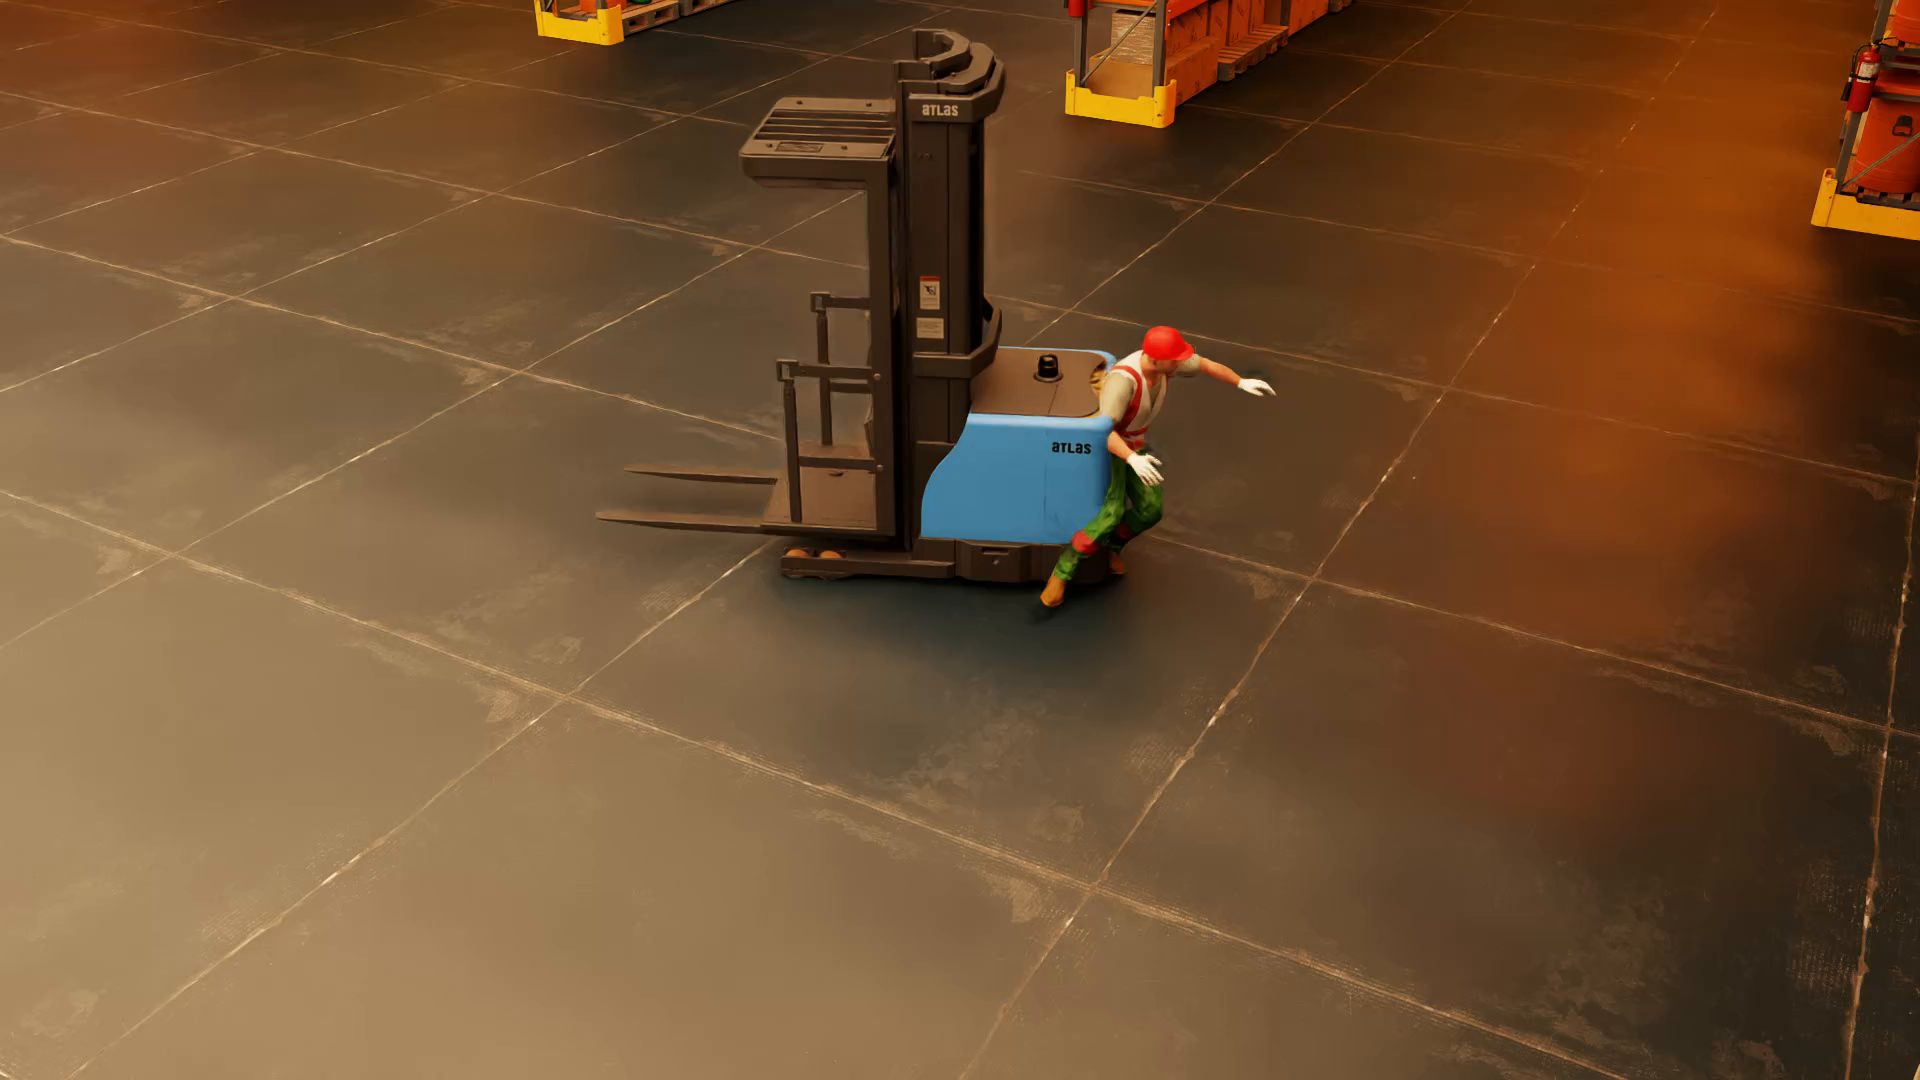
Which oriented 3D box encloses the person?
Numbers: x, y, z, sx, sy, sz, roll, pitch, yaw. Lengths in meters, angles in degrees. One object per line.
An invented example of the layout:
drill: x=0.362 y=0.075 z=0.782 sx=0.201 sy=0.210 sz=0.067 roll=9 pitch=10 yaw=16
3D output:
person: x=1.002 y=-0.442 z=9.277 sx=0.847 sy=1.527 sz=1.448 roll=25 pitch=38 yaw=36

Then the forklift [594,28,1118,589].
forklift: x=-0.614 y=-1.296 z=9.315 sx=3.031 sy=2.935 sz=1.130 roll=3 pitch=30 yaw=5
